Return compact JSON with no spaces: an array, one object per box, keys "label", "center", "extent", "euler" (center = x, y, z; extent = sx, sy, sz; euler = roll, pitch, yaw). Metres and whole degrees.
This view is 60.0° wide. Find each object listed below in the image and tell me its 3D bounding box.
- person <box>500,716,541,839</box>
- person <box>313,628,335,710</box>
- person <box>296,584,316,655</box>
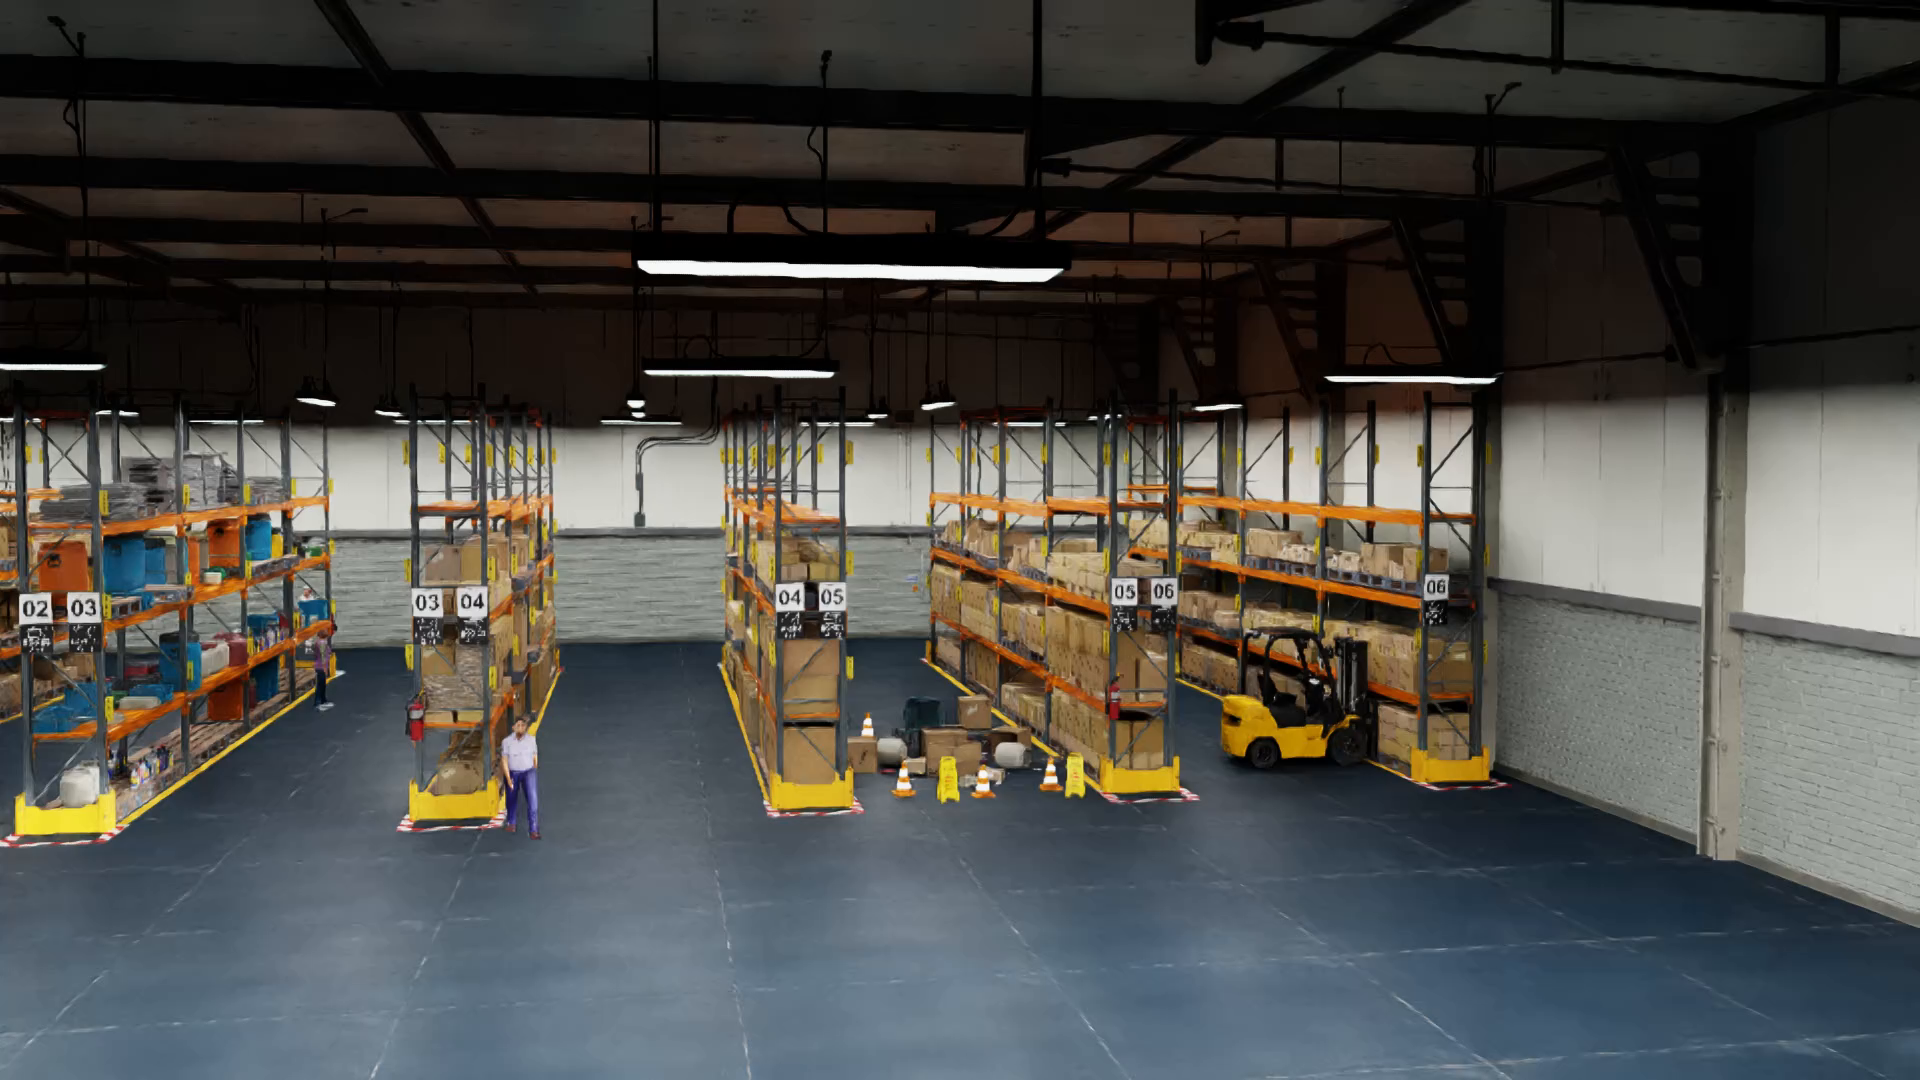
[{"label":"person","center":[-5.775,3.100,21.792],"extent":[0.478,1.567,1.000],"euler":[-1,3,-19]},{"label":"person","center":[-12.544,2.528,32.787],"extent":[0.422,1.601,0.499],"euler":[-2,3,-28]},{"label":"person","center":[-16.529,2.004,41.774],"extent":[0.482,1.777,0.722],"euler":[2,4,36]}]
